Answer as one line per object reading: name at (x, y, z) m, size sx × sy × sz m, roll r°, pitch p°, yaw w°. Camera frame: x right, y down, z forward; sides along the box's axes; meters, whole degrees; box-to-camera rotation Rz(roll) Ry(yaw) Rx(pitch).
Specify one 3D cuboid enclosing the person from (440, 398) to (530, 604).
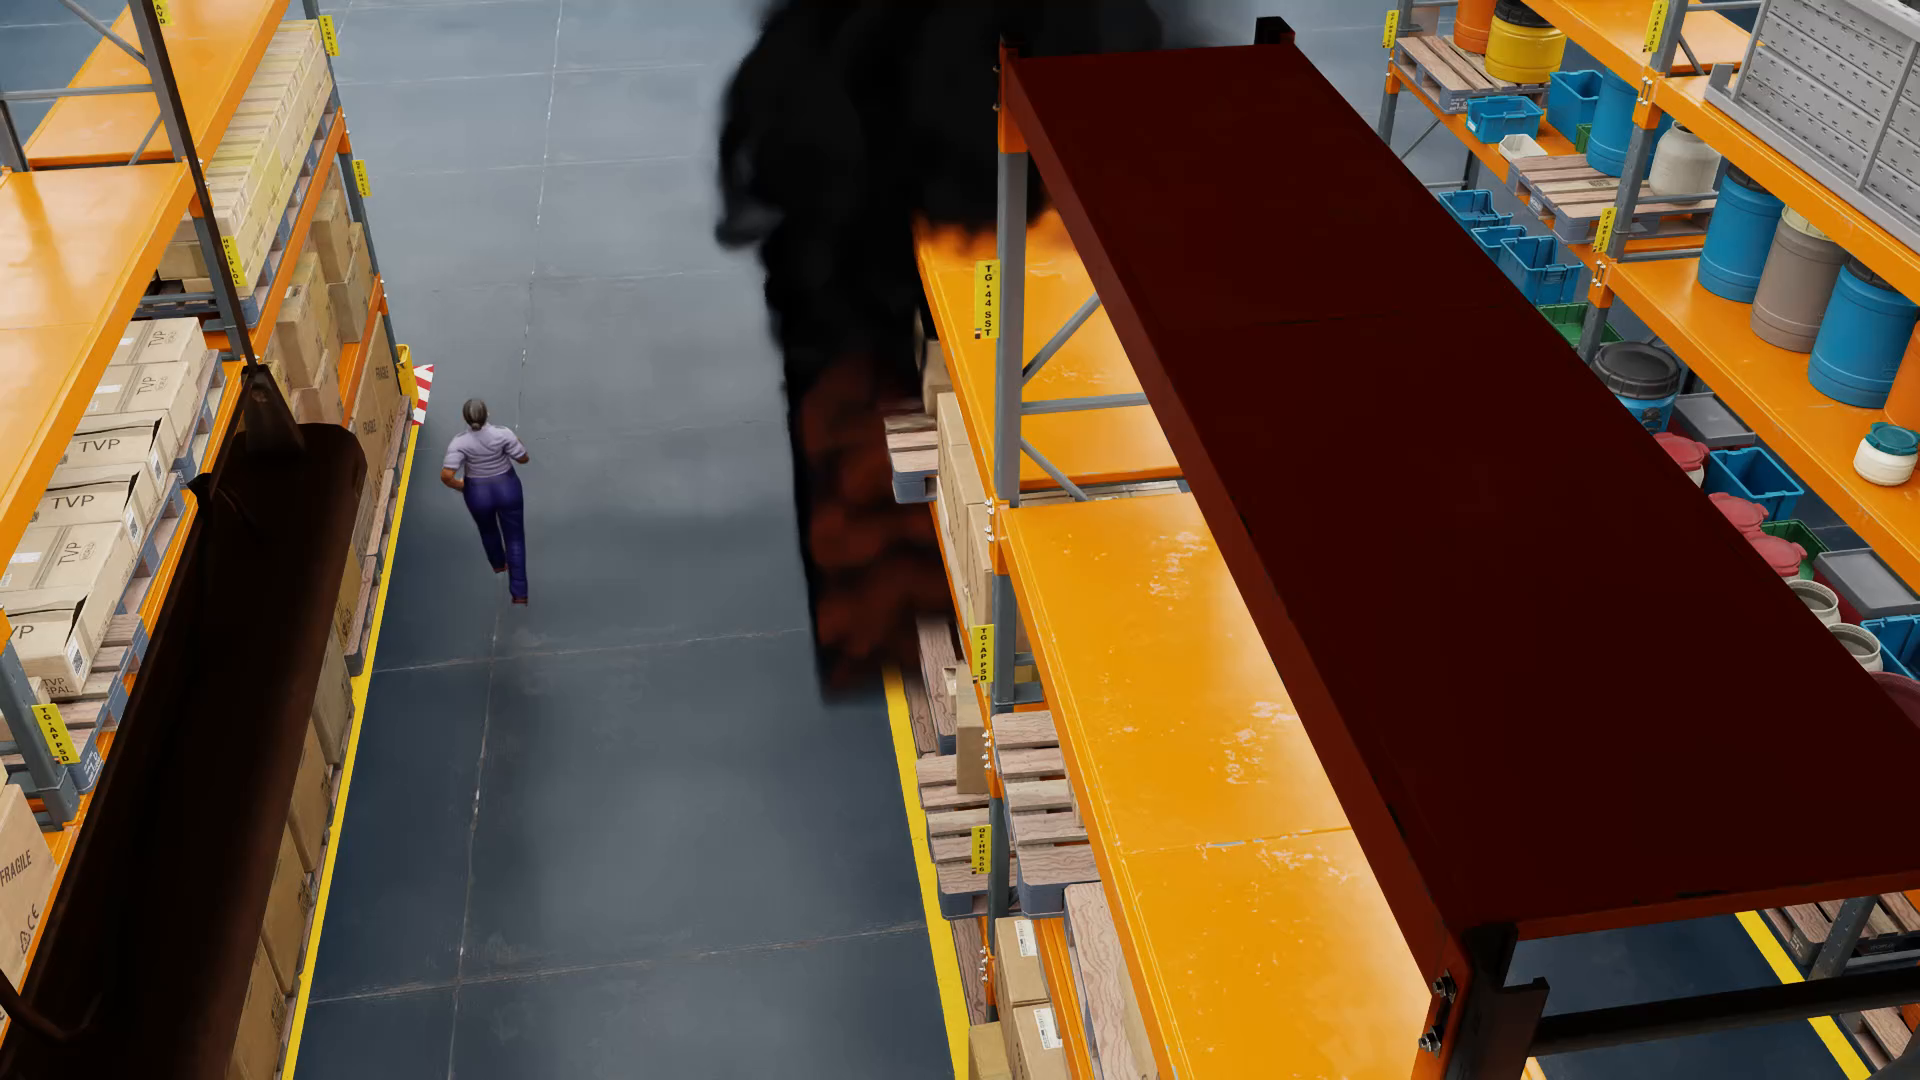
person at (-3.362, -0.305, 11.975) m, size 0.608 × 1.697 × 0.822 m, roll -9°, pitch 37°, yaw -12°
